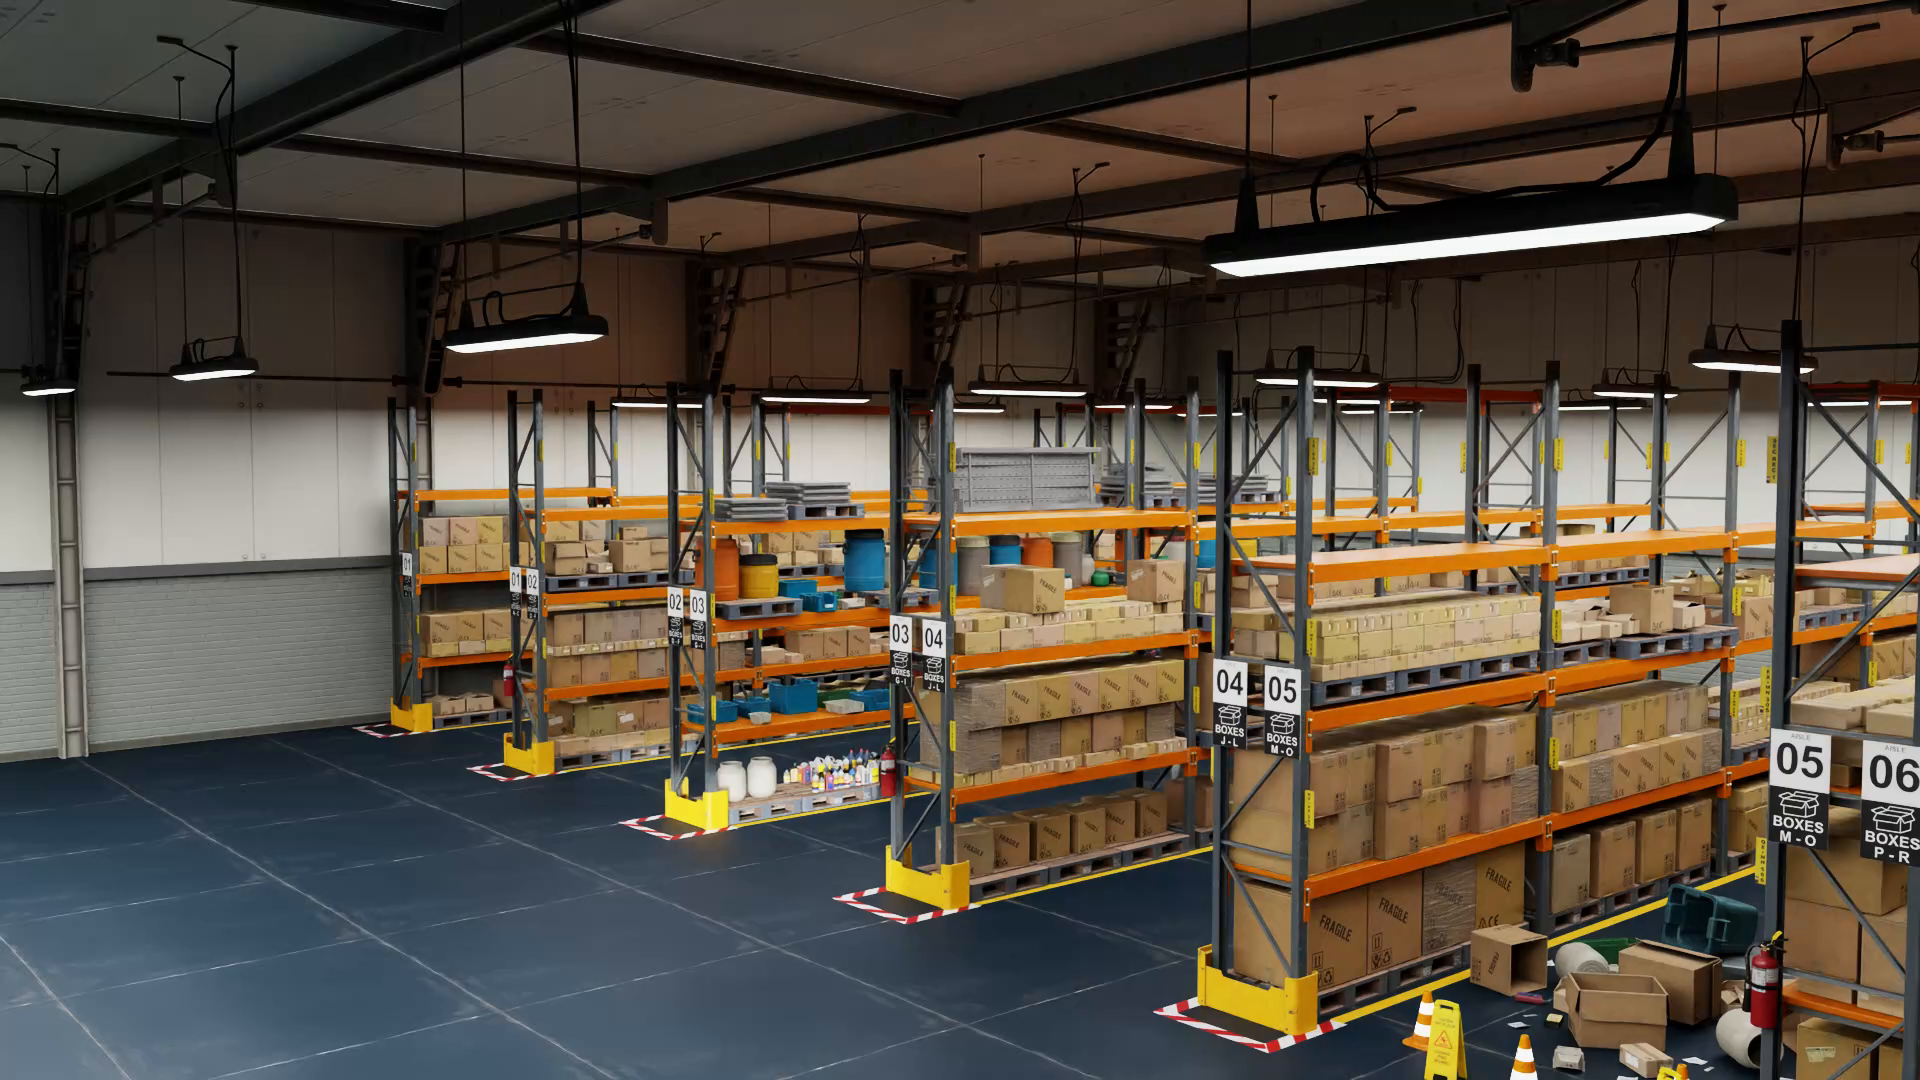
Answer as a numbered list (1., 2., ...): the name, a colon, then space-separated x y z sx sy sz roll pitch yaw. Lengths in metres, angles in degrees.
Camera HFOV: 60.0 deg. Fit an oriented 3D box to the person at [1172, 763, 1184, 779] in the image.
1. person: 3.283 2.914 24.525 0.454 1.716 0.687 3 4 37
